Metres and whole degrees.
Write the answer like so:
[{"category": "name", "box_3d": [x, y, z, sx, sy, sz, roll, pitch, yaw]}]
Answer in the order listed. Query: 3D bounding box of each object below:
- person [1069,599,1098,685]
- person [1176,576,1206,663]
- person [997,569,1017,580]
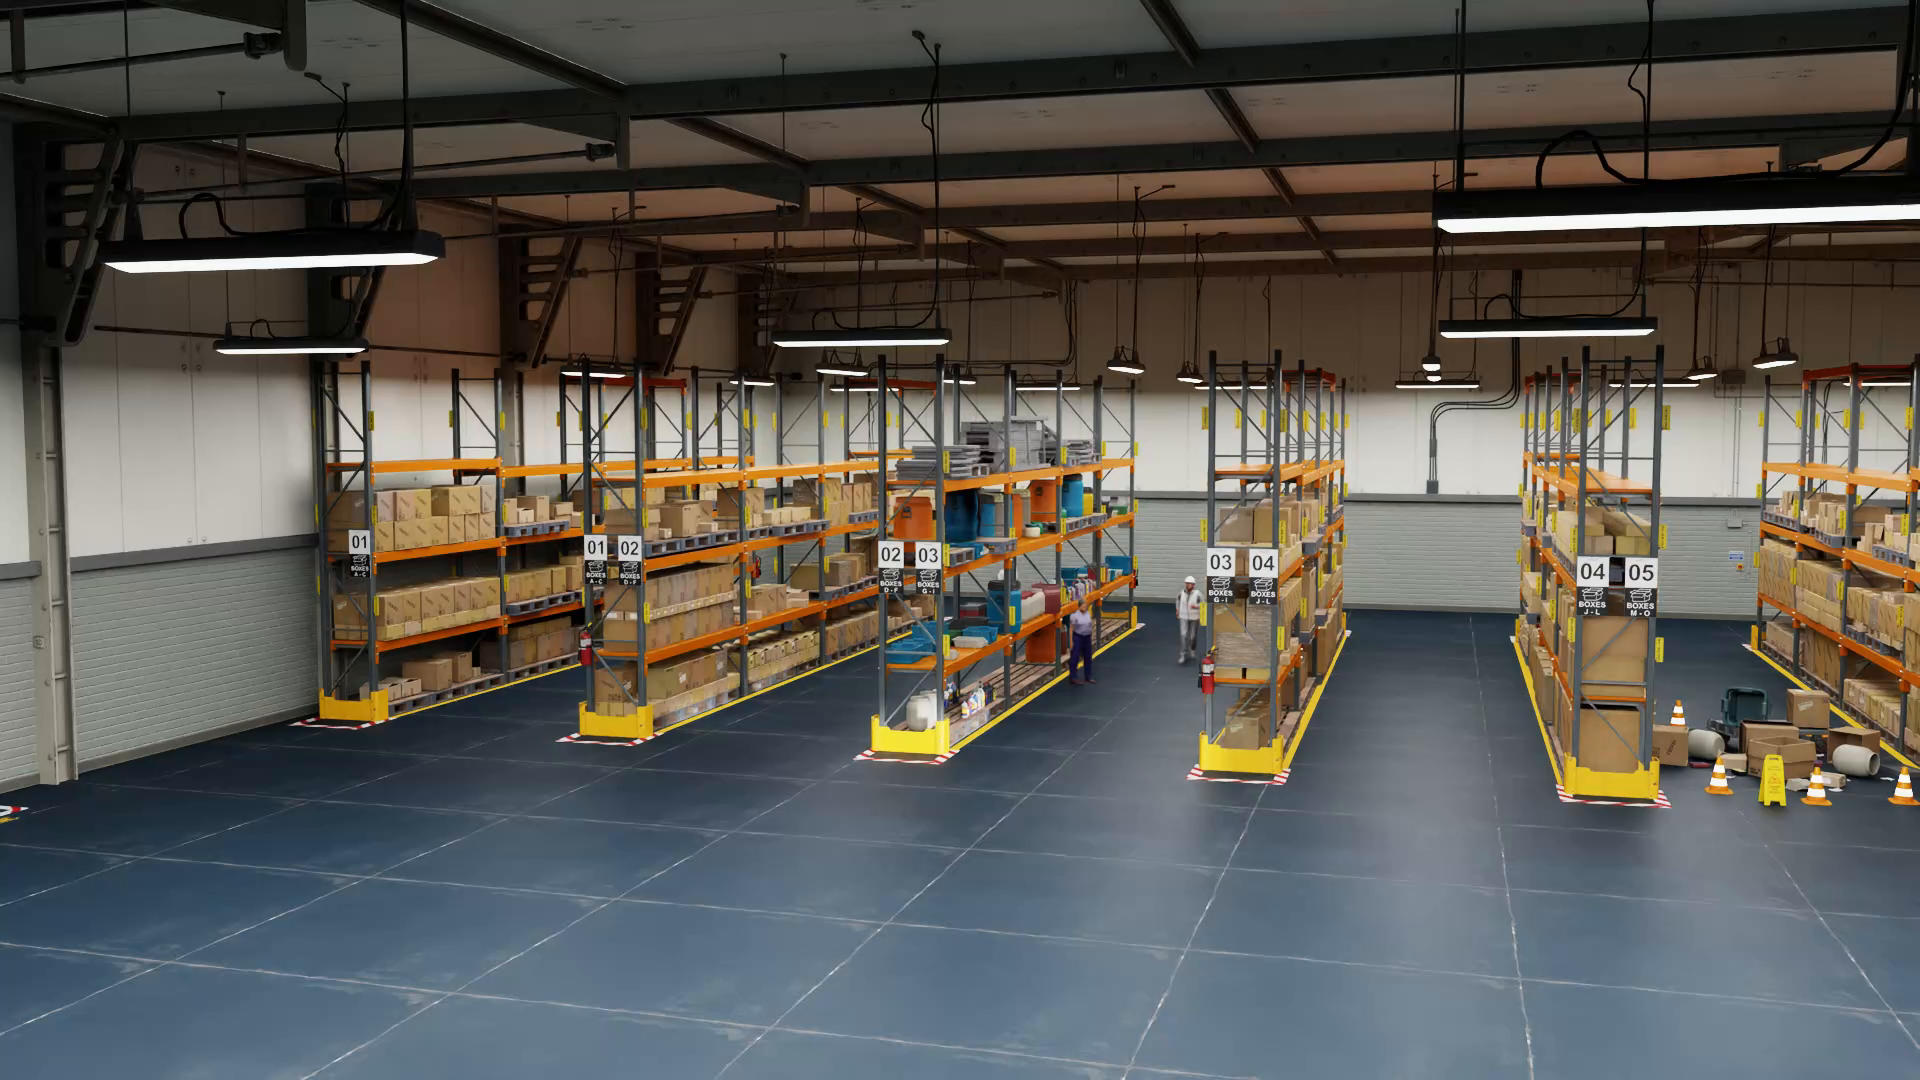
[{"category": "person", "box_3d": [2.331, 1.940, 31.586, 0.613, 1.626, 0.376, -3, 5, -32]}, {"category": "person", "box_3d": [4.782, 1.627, 34.477, 0.656, 1.747, 0.995, 1, 4, 14]}, {"category": "person", "box_3d": [1.150, 1.295, 40.571, 0.502, 1.623, 0.929, 2, 4, 21]}]
